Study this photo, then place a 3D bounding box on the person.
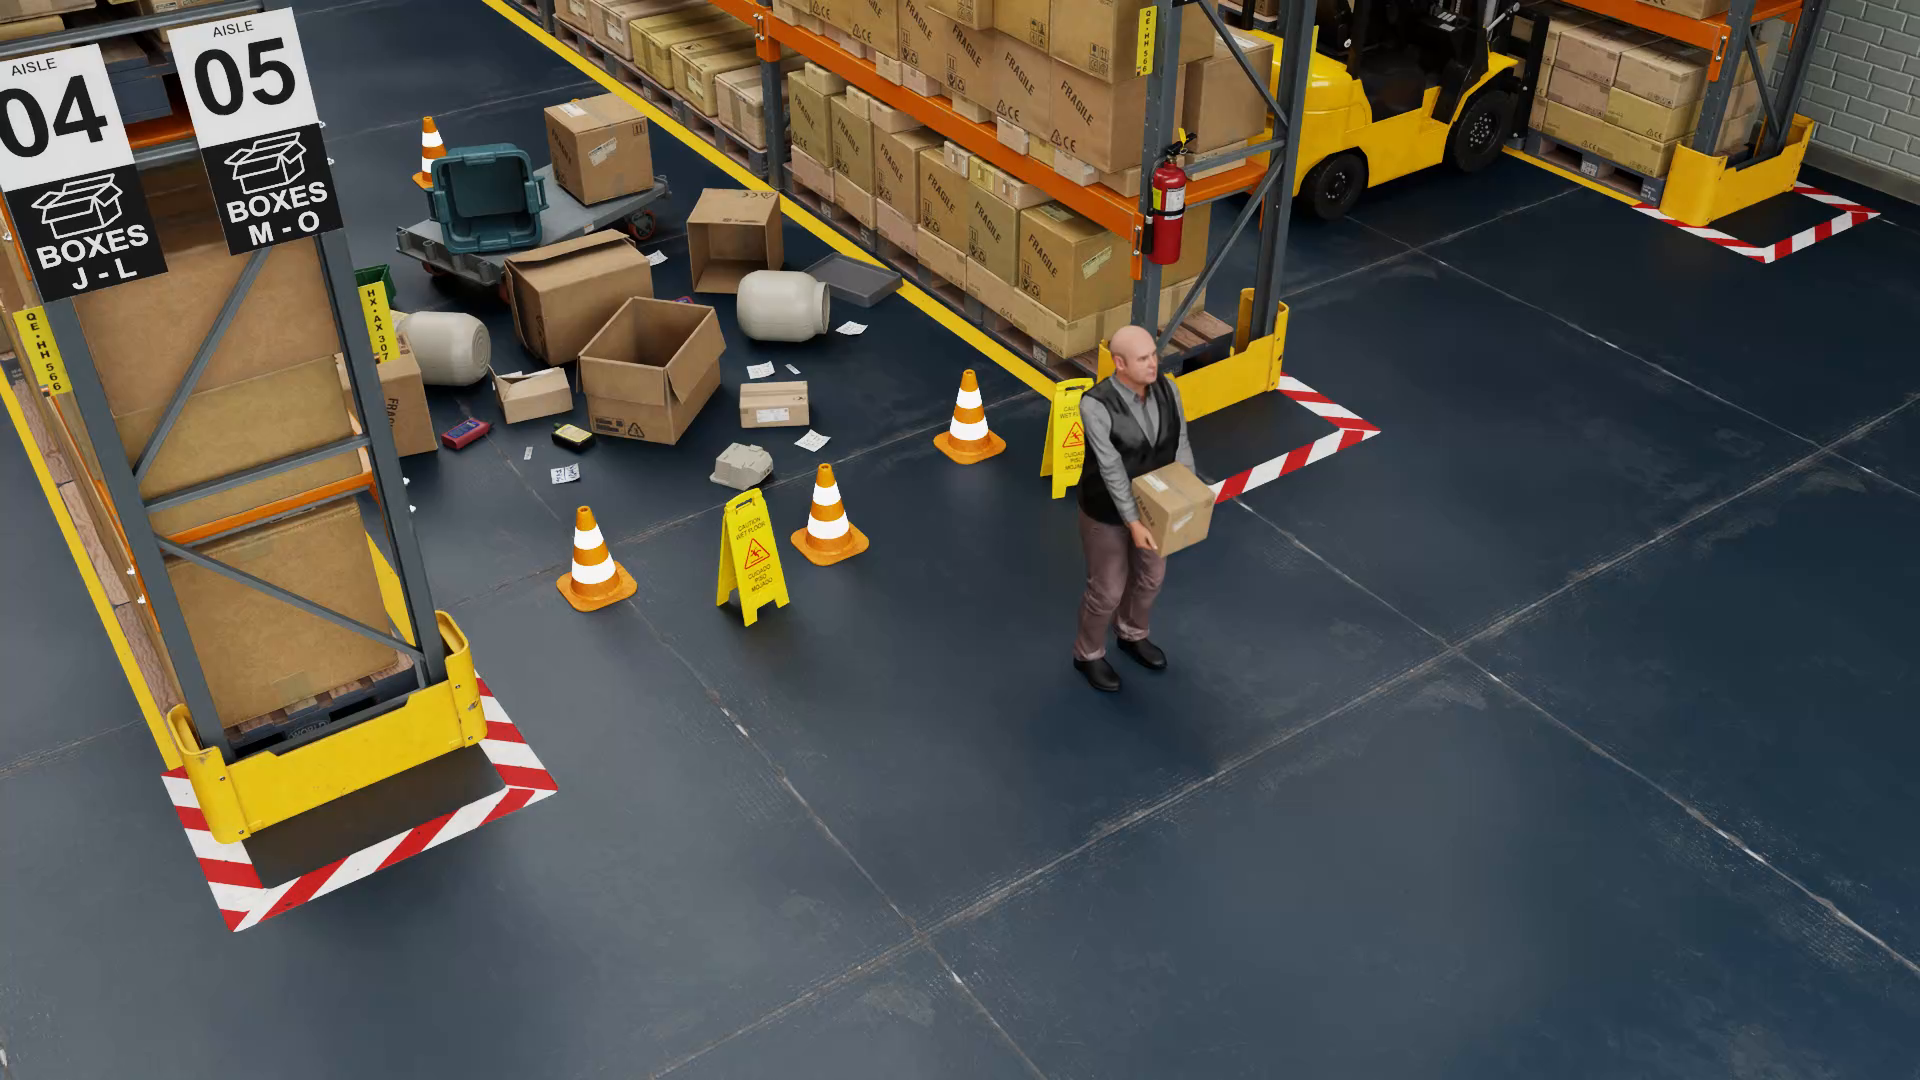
[{"bbox_3d":[0.786,-0.096,7.162,0.494,1.712,0.549,-22,41,-27],"label":"person"}]
